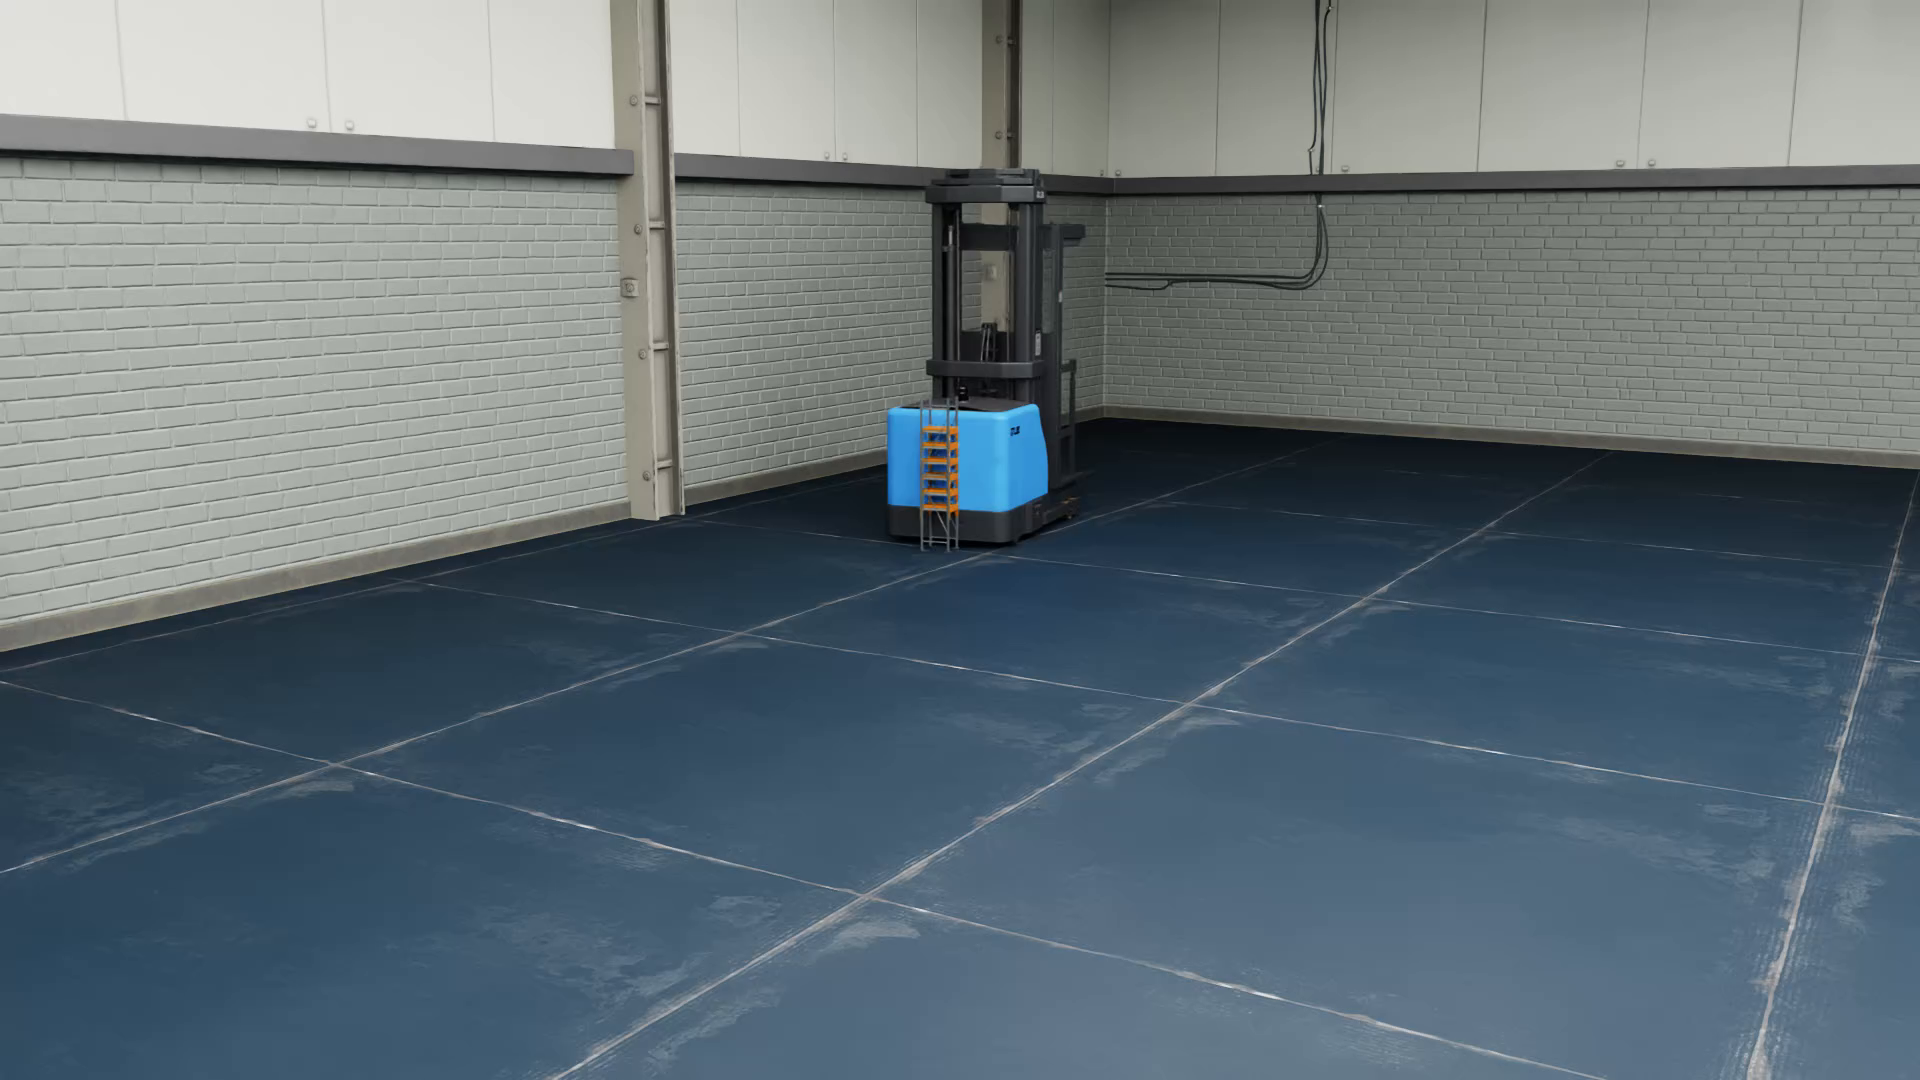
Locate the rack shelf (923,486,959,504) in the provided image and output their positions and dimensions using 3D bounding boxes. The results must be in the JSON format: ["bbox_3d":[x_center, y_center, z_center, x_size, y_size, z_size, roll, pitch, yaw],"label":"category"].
[{"bbox_3d":[-0.161,-0.348,12.859,0.258,0.103,0.180,4,11,21],"label":"rack shelf"}]

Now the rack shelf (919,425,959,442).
[{"bbox_3d":[-0.161,-0.820,12.771,0.258,0.103,0.180,4,11,21],"label":"rack shelf"}]

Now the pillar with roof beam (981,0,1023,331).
[{"bbox_3d":[4.153,-5.167,16.515,9.100,9.000,0.400,6,12,31],"label":"pillar with roof beam"}]

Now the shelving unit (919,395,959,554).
[{"bbox_3d":[-0.161,-0.509,12.829,0.258,1.200,0.189,4,11,21],"label":"shelving unit"}]

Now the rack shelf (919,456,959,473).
[{"bbox_3d":[-0.161,-0.584,12.815,0.258,0.103,0.180,4,11,21],"label":"rack shelf"}]

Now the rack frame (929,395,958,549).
[{"bbox_3d":[-0.128,-0.525,12.913,0.240,1.200,0.006,4,11,21],"label":"rack frame"}]

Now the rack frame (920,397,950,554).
[{"bbox_3d":[-0.193,-0.494,12.745,0.240,1.200,0.006,4,11,21],"label":"rack frame"}]

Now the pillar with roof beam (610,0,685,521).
[{"bbox_3d":[1.038,-4.224,11.474,9.100,9.000,0.400,6,12,31],"label":"pillar with roof beam"}]

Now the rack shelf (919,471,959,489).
[{"bbox_3d":[-0.161,-0.466,12.837,0.258,0.103,0.180,4,11,21],"label":"rack shelf"}]

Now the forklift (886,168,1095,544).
[{"bbox_3d":[0.412,-1.638,14.151,1.130,2.935,3.031,4,11,21],"label":"forklift"}]

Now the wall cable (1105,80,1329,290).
[{"bbox_3d":[3.134,-4.389,20.797,3.097,2.526,0.112,6,12,31],"label":"wall cable"}]

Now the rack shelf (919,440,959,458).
[{"bbox_3d":[-0.161,-0.702,12.793,0.258,0.103,0.180,4,11,21],"label":"rack shelf"}]

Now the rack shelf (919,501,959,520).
[{"bbox_3d":[-0.161,-0.230,12.881,0.258,0.103,0.180,4,11,21],"label":"rack shelf"}]

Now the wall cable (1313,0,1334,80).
[{"bbox_3d":[5.446,-6.613,18.952,3.097,2.526,0.112,6,12,31],"label":"wall cable"}]
